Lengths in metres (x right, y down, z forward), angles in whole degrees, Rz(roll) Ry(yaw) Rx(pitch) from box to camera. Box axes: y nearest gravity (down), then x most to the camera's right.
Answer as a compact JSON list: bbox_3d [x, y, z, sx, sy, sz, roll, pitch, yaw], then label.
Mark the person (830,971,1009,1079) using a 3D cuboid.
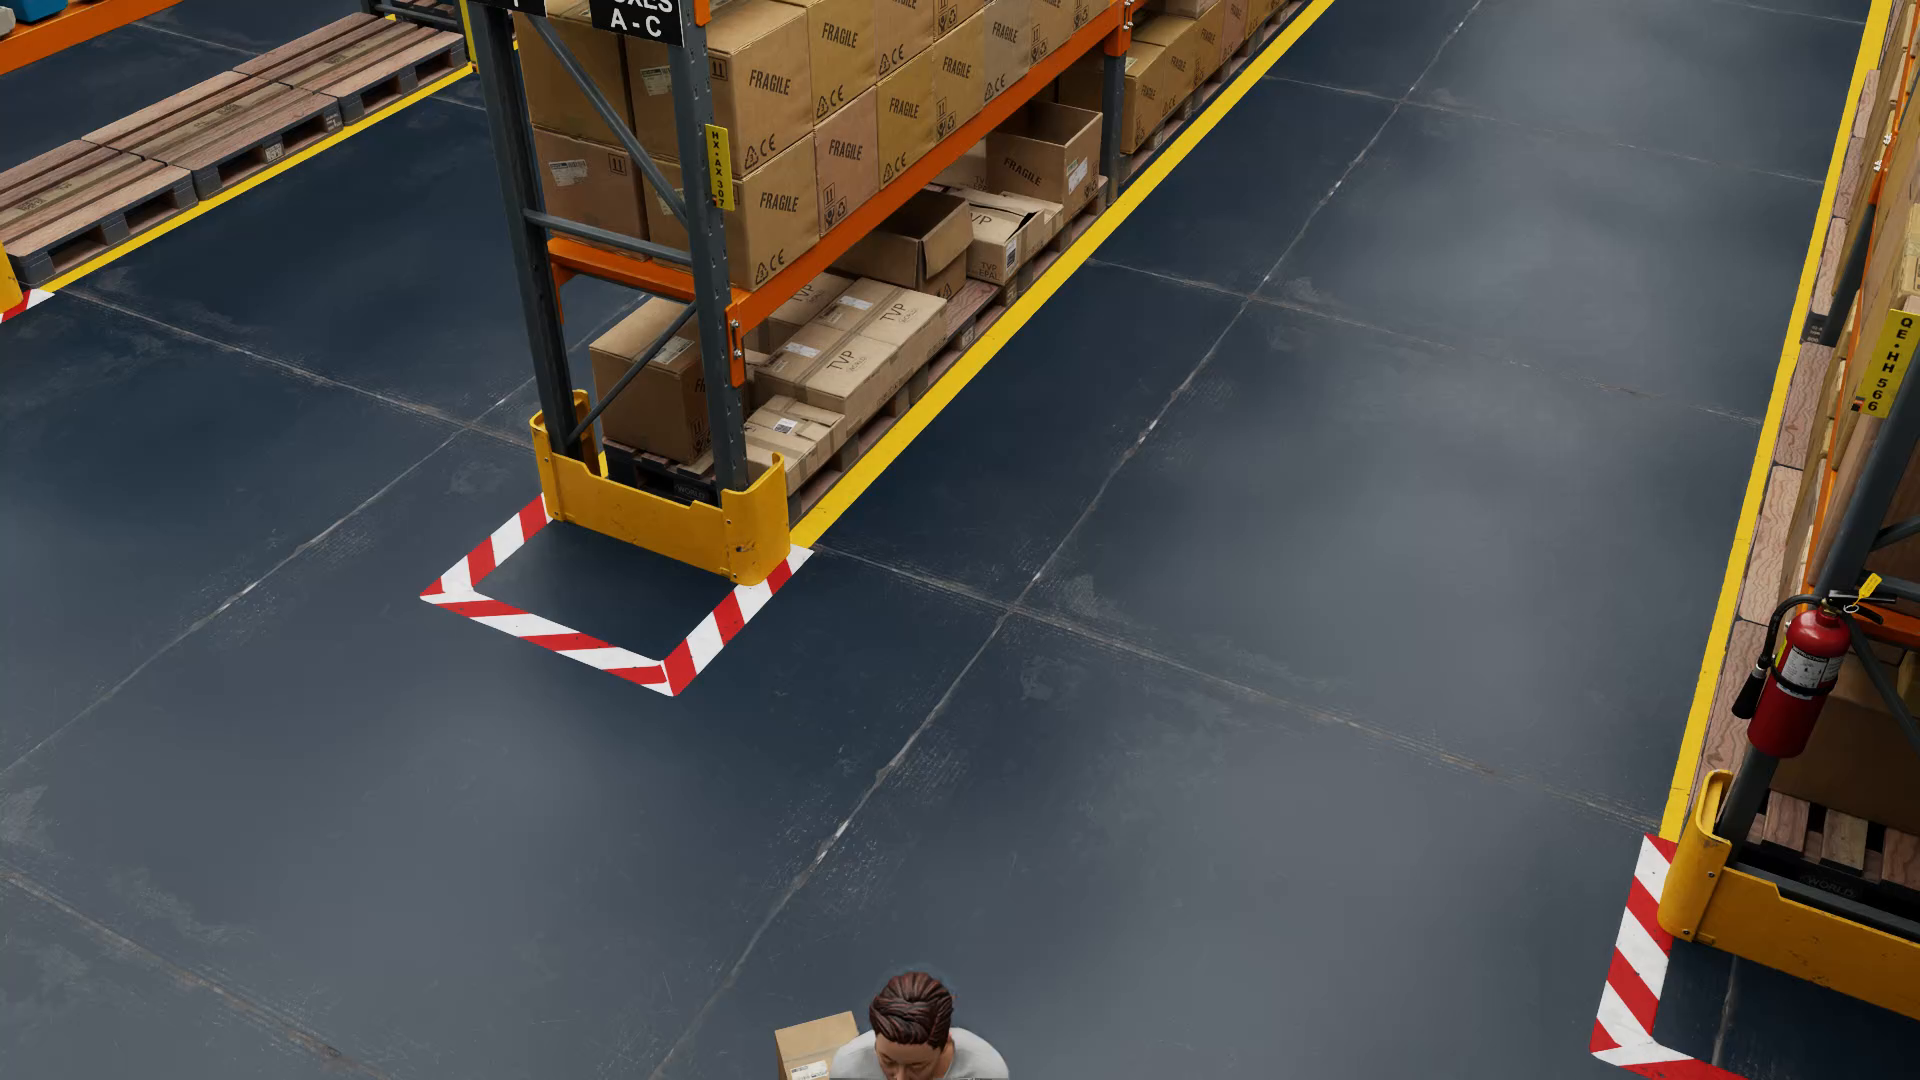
[{"bbox_3d":[-0.093,1.562,4.158,0.450,1.623,1.018,-3,38,-4],"label":"person"}]
